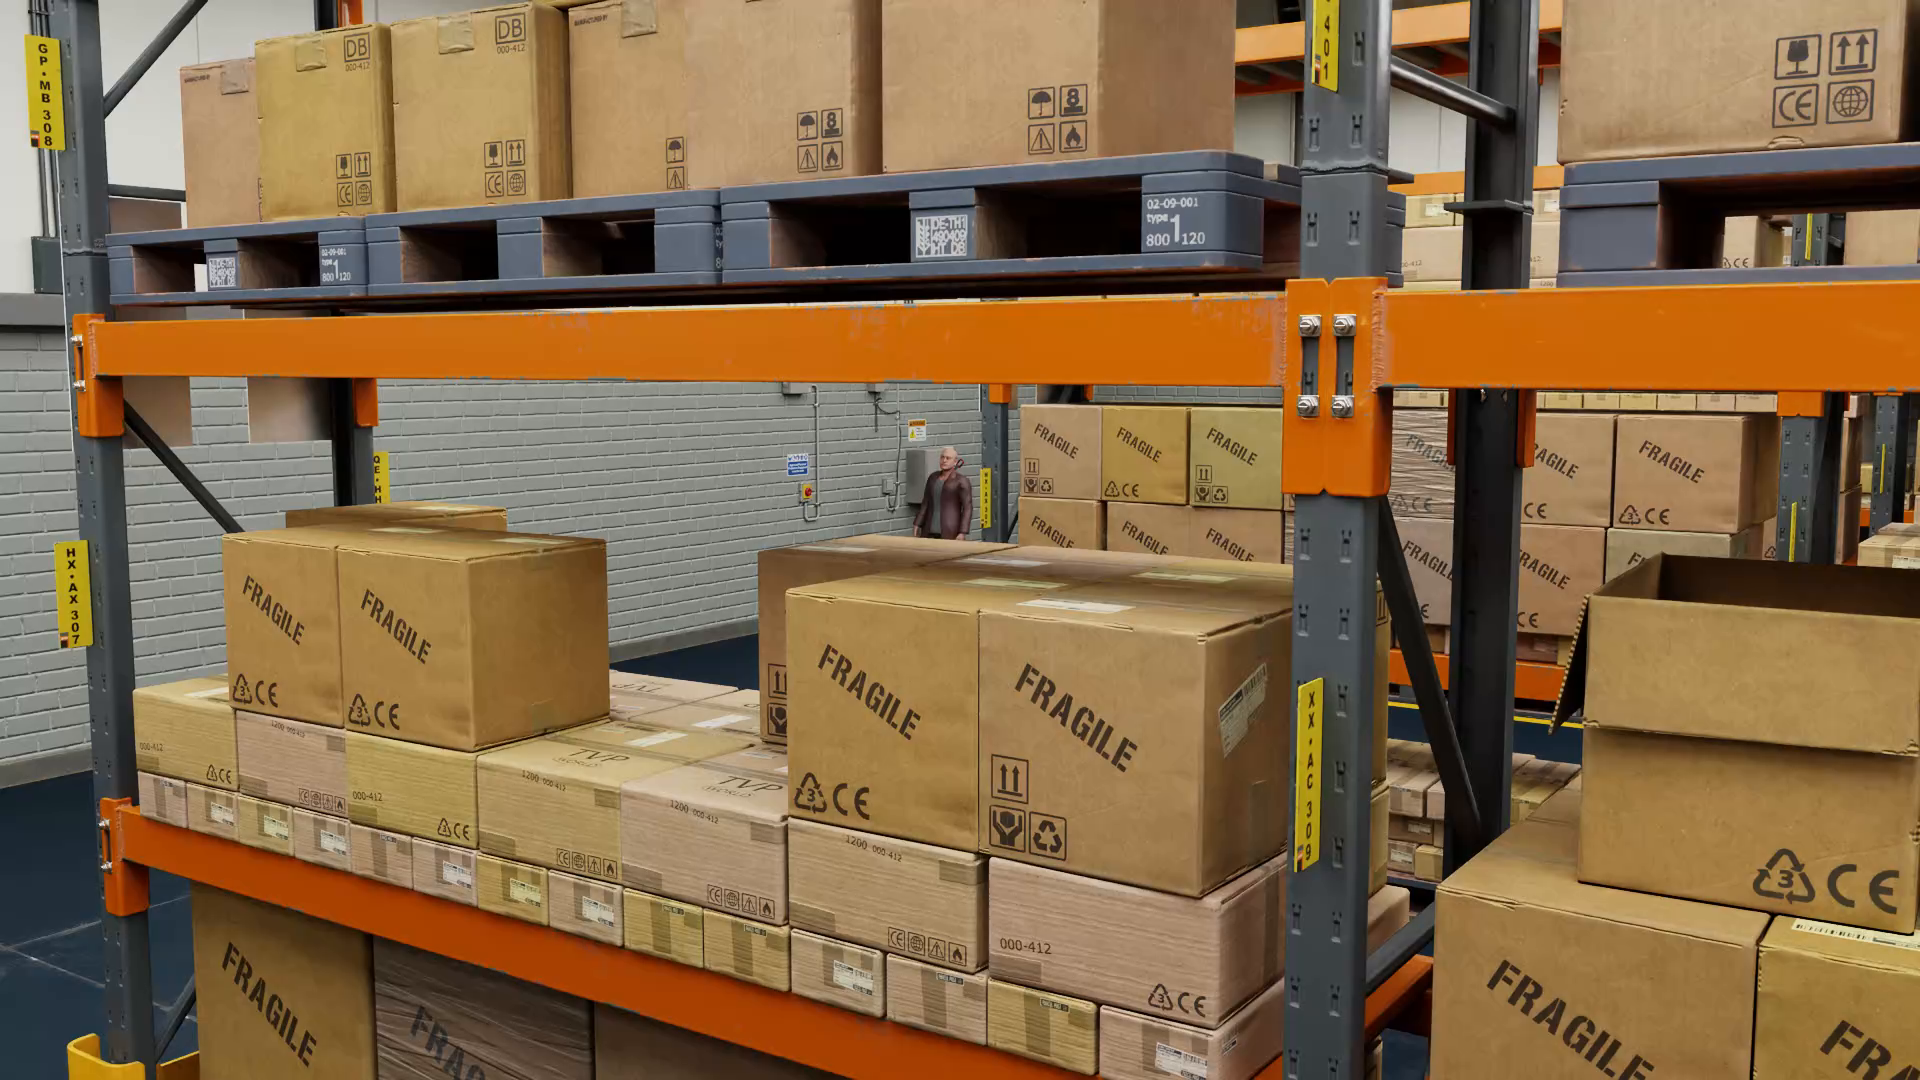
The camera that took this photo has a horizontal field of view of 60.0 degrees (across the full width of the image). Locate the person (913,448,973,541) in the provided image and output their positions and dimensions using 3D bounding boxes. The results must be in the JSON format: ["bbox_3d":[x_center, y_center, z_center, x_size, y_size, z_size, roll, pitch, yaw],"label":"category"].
[{"bbox_3d":[-0.238,-0.062,17.254,0.696,1.778,0.579,4,7,34],"label":"person"}]
